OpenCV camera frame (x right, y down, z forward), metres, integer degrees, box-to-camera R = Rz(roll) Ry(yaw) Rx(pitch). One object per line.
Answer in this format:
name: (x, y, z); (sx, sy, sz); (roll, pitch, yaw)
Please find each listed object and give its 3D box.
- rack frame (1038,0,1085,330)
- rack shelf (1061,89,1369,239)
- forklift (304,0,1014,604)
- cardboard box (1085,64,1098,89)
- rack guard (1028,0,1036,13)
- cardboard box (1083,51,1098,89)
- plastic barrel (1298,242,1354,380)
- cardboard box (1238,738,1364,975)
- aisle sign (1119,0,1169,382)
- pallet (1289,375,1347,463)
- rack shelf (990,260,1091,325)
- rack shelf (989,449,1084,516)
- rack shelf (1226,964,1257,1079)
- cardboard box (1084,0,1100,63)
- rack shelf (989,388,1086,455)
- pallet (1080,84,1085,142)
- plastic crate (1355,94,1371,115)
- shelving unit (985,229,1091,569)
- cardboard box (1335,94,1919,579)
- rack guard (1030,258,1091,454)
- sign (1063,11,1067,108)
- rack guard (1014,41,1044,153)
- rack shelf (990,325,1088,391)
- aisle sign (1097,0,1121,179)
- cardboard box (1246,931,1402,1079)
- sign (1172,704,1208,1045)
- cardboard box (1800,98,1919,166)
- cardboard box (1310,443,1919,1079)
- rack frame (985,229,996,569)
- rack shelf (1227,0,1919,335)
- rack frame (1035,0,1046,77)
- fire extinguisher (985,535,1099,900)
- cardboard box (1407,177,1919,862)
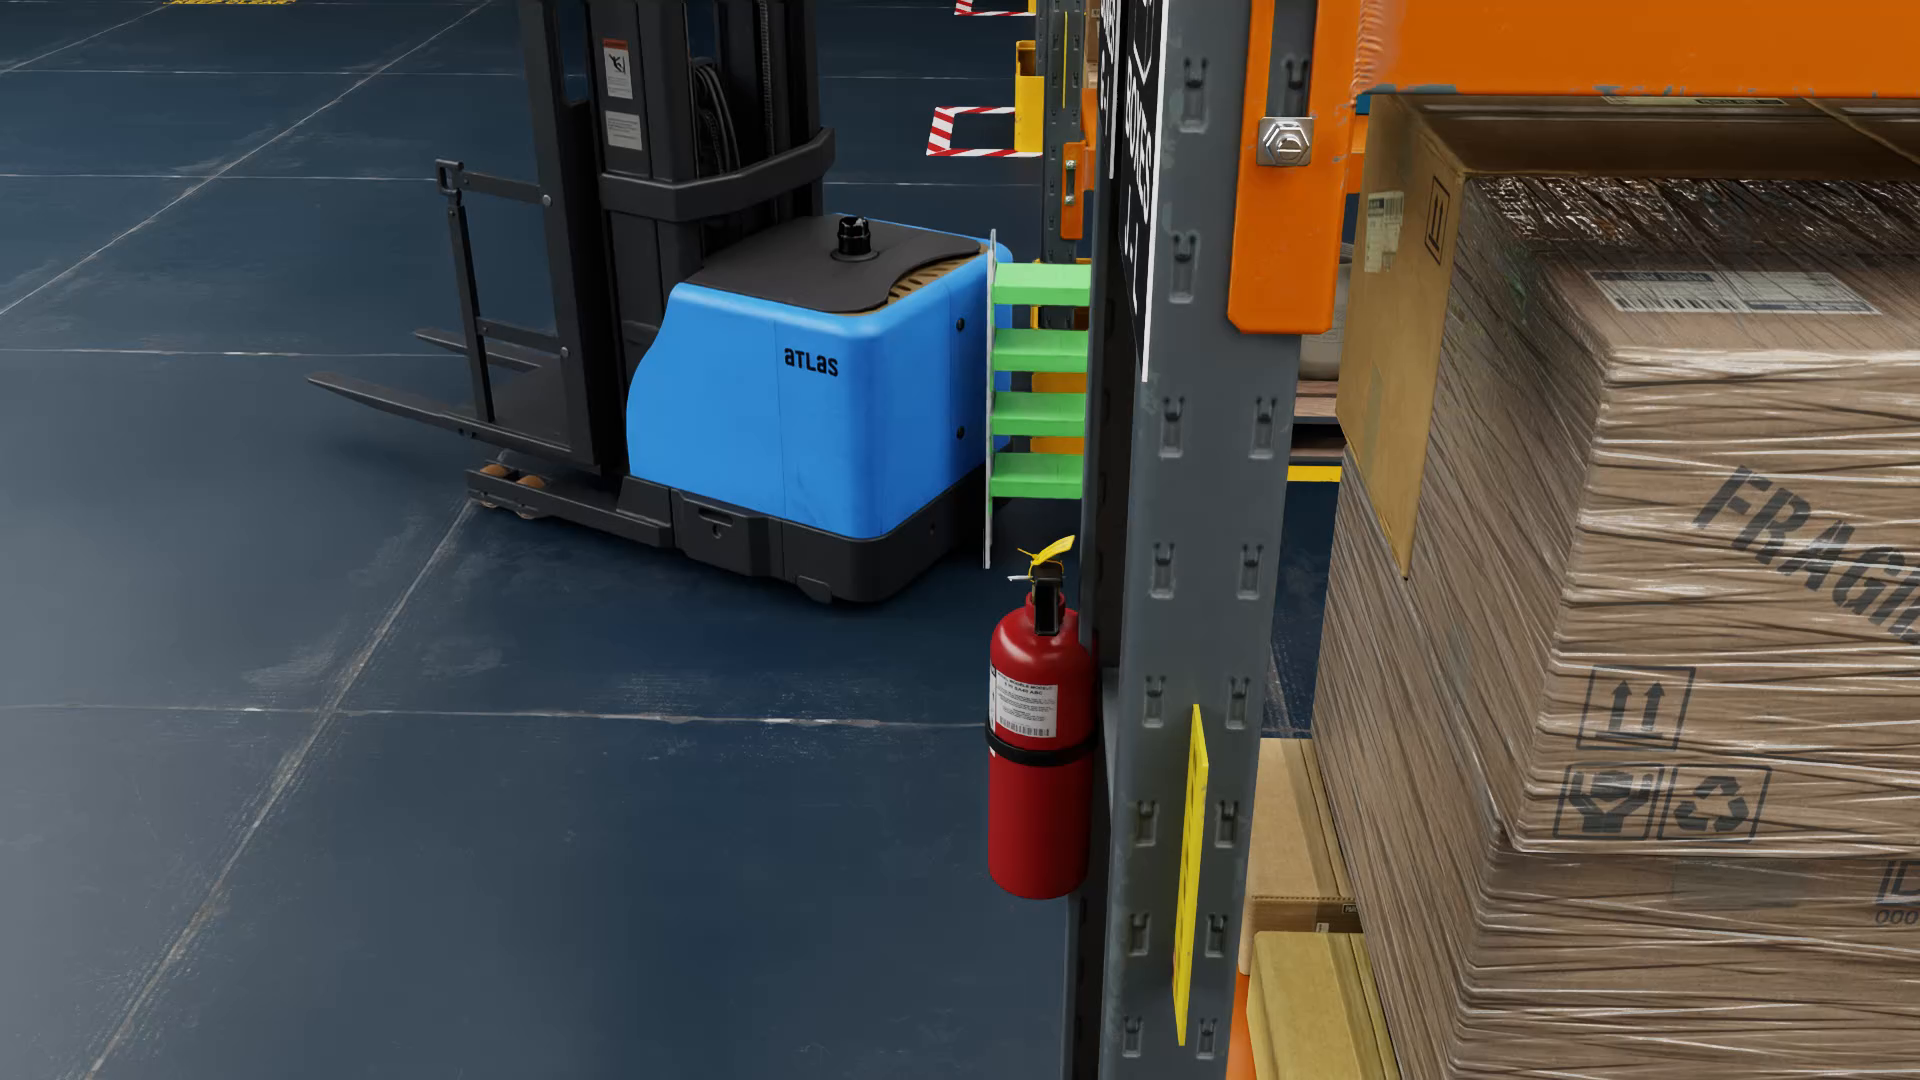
rack frame: (0.405, -1.878, 6.590); (0.127, 3.000, 1.000); (1, 28, 2)
rack shelf: (2.403, -1.527, 6.697); (4.000, 0.370, 1.077); (1, 28, 2)
forklift: (-1.326, -1.569, 6.081); (3.031, 2.935, 1.130); (15, 32, 27)
cardboard box: (1.111, -3.054, 11.296); (0.500, 0.250, 0.500); (1, 28, 2)
rack guard: (0.830, -5.410, 15.921); (0.348, 0.500, 1.175); (1, 28, 2)
cardboard box: (1.130, -3.297, 11.754); (0.500, 0.250, 0.500); (1, 28, 2)
plastic barrel: (1.566, -0.981, 7.106); (0.421, 0.512, 0.421); (0, 28, 0)
cardboard box: (0.522, 0.459, 2.449); (0.250, 0.149, 0.380); (1, 28, 2)
aisle sign: (0.157, -0.569, 1.345); (0.004, 0.787, 0.394); (1, 28, 2)
pallet: (1.294, -0.651, 7.253); (1.213, 0.211, 1.003); (1, 28, 2)
rack shelf: (0.350, -0.839, 5.663); (0.480, 0.148, 0.258); (2, 28, 3)
rack shelf: (0.350, -0.203, 6.000); (0.480, 0.148, 0.258); (2, 28, 3)
rack shelf: (2.229, 0.791, 2.323); (4.000, 0.370, 1.077); (1, 28, 2)
cardboard box: (1.130, -3.629, 11.580); (0.500, 0.500, 0.500); (1, 28, 2)
rack shelf: (0.350, -0.415, 5.888); (0.480, 0.148, 0.258); (2, 28, 3)
pallet: (1.349, -2.972, 11.630); (1.213, 0.211, 1.003); (1, 28, 2)
plastic crate: (1.564, -1.931, 6.849); (0.408, 0.251, 0.499); (1, 28, 2)
shelving unit: (0.350, -0.471, 5.858); (0.503, 1.200, 0.258); (2, 28, 3)
cardboard box: (0.788, -0.284, 2.091); (0.500, 0.500, 0.500); (1, 28, 2)
rack guard: (0.482, -0.795, 7.215); (0.348, 0.500, 1.175); (1, 28, 2)
sign: (0.381, -1.743, 6.040); (0.005, 0.325, 0.100); (1, 28, 2)
rack guard: (0.559, -3.093, 11.550); (0.348, 0.500, 1.175); (1, 28, 2)
rack shelf: (0.350, -0.627, 5.776); (0.480, 0.148, 0.258); (2, 28, 3)
aisle sign: (0.179, -0.850, 1.875); (0.004, 0.787, 0.394); (1, 28, 2)
cardboard box: (0.506, 0.667, 2.056); (0.250, 0.149, 0.380); (1, 28, 2)
sign: (0.211, 0.312, 1.535); (0.005, 0.325, 0.100); (1, 28, 2)
cardboard box: (1.288, -0.278, 2.080); (0.500, 0.500, 0.500); (1, 28, 2)
cardboard box: (0.779, 0.287, 2.083); (0.500, 0.500, 0.875); (1, 28, 2)
rack frame: (0.107, -0.479, 5.873); (0.015, 1.200, 0.240); (2, 28, 3)
rack shelf: (2.229, -0.534, 1.621); (4.000, 0.370, 1.077); (1, 28, 2)
rack frame: (0.583, -4.197, 10.964); (0.127, 3.000, 1.000); (1, 28, 2)
fire extinguisher: (0.132, 0.257, 2.646); (0.183, 0.674, 0.296); (1, 28, 2)
cardboard box: (0.770, -0.041, 1.632); (0.500, 0.500, 0.500); (1, 28, 2)
